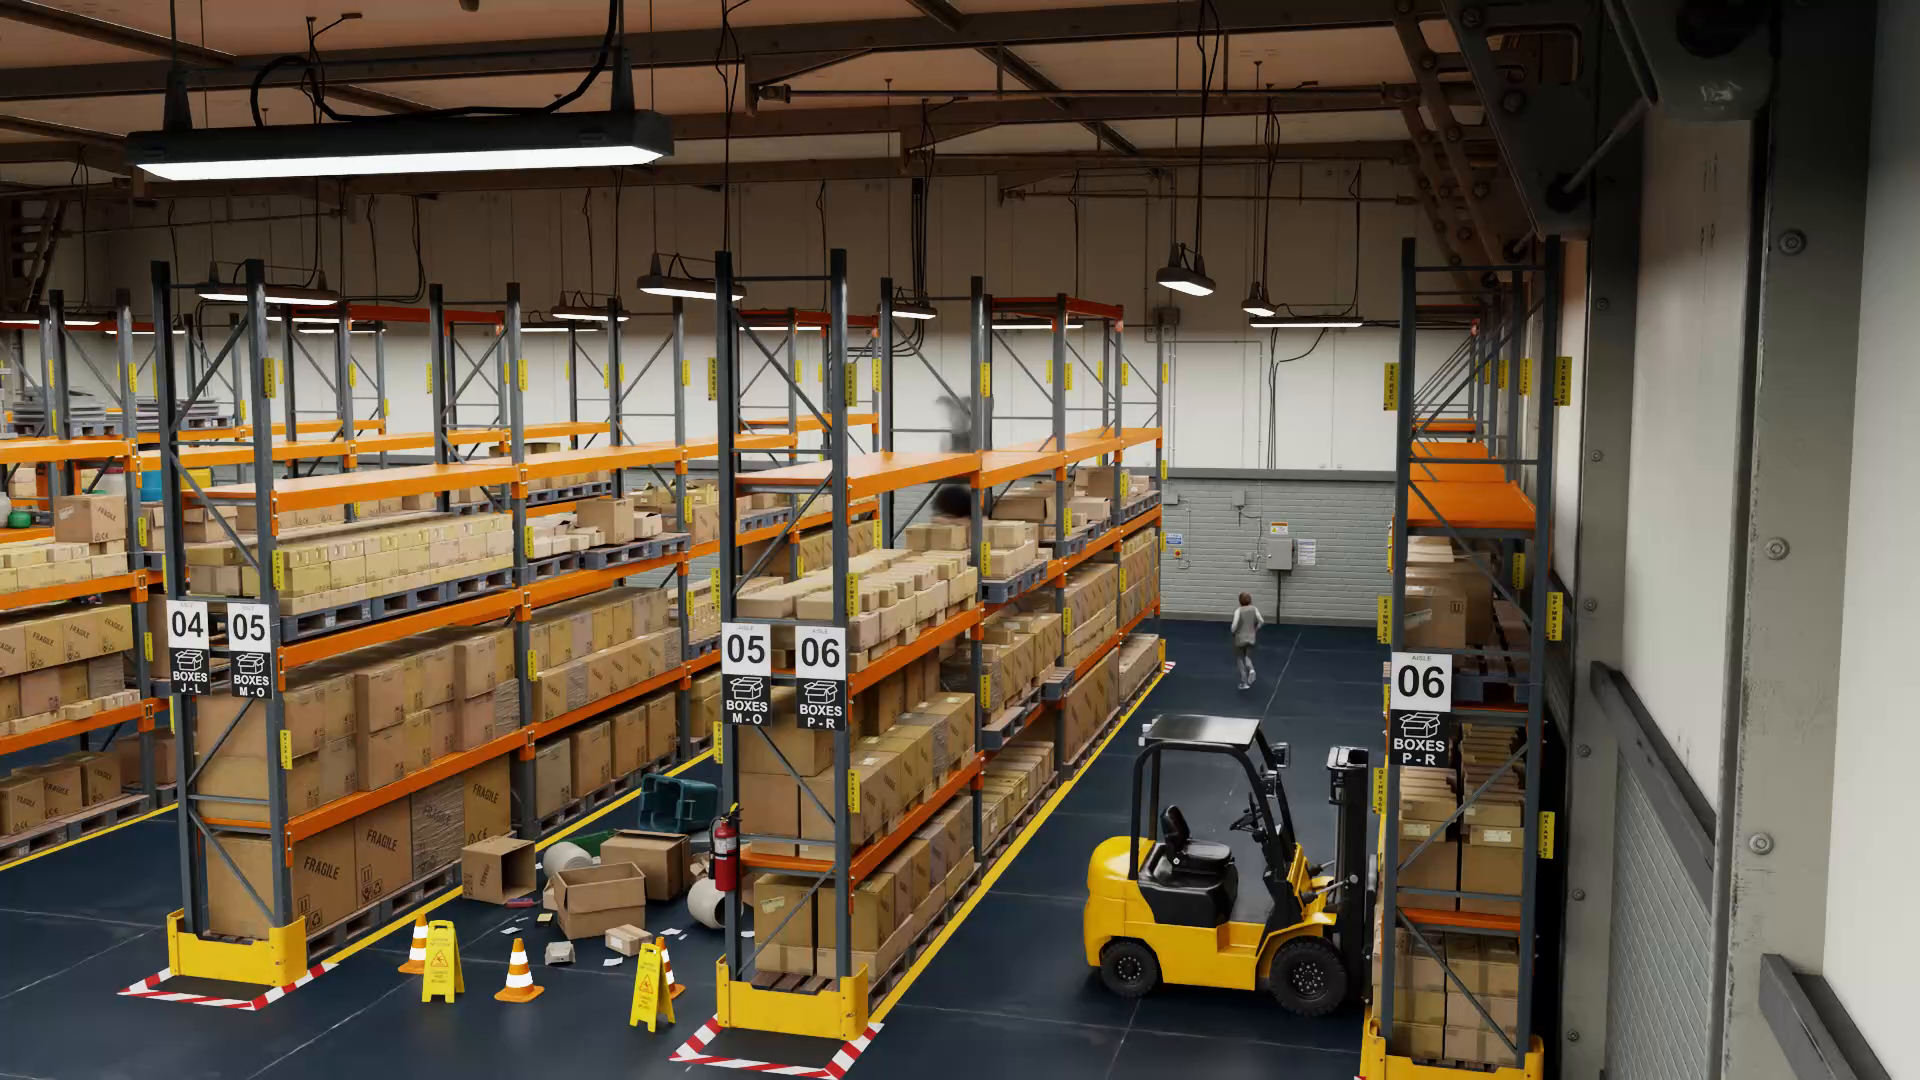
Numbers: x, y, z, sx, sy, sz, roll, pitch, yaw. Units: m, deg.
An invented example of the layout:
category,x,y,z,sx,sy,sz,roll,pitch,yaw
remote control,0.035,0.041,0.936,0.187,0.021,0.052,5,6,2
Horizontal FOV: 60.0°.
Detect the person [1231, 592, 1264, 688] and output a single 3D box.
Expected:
category,x,y,z,sx,sy,sz,roll,pitch,yaw
person,4.554,1.605,26.449,0.538,1.566,0.495,-2,6,-18
